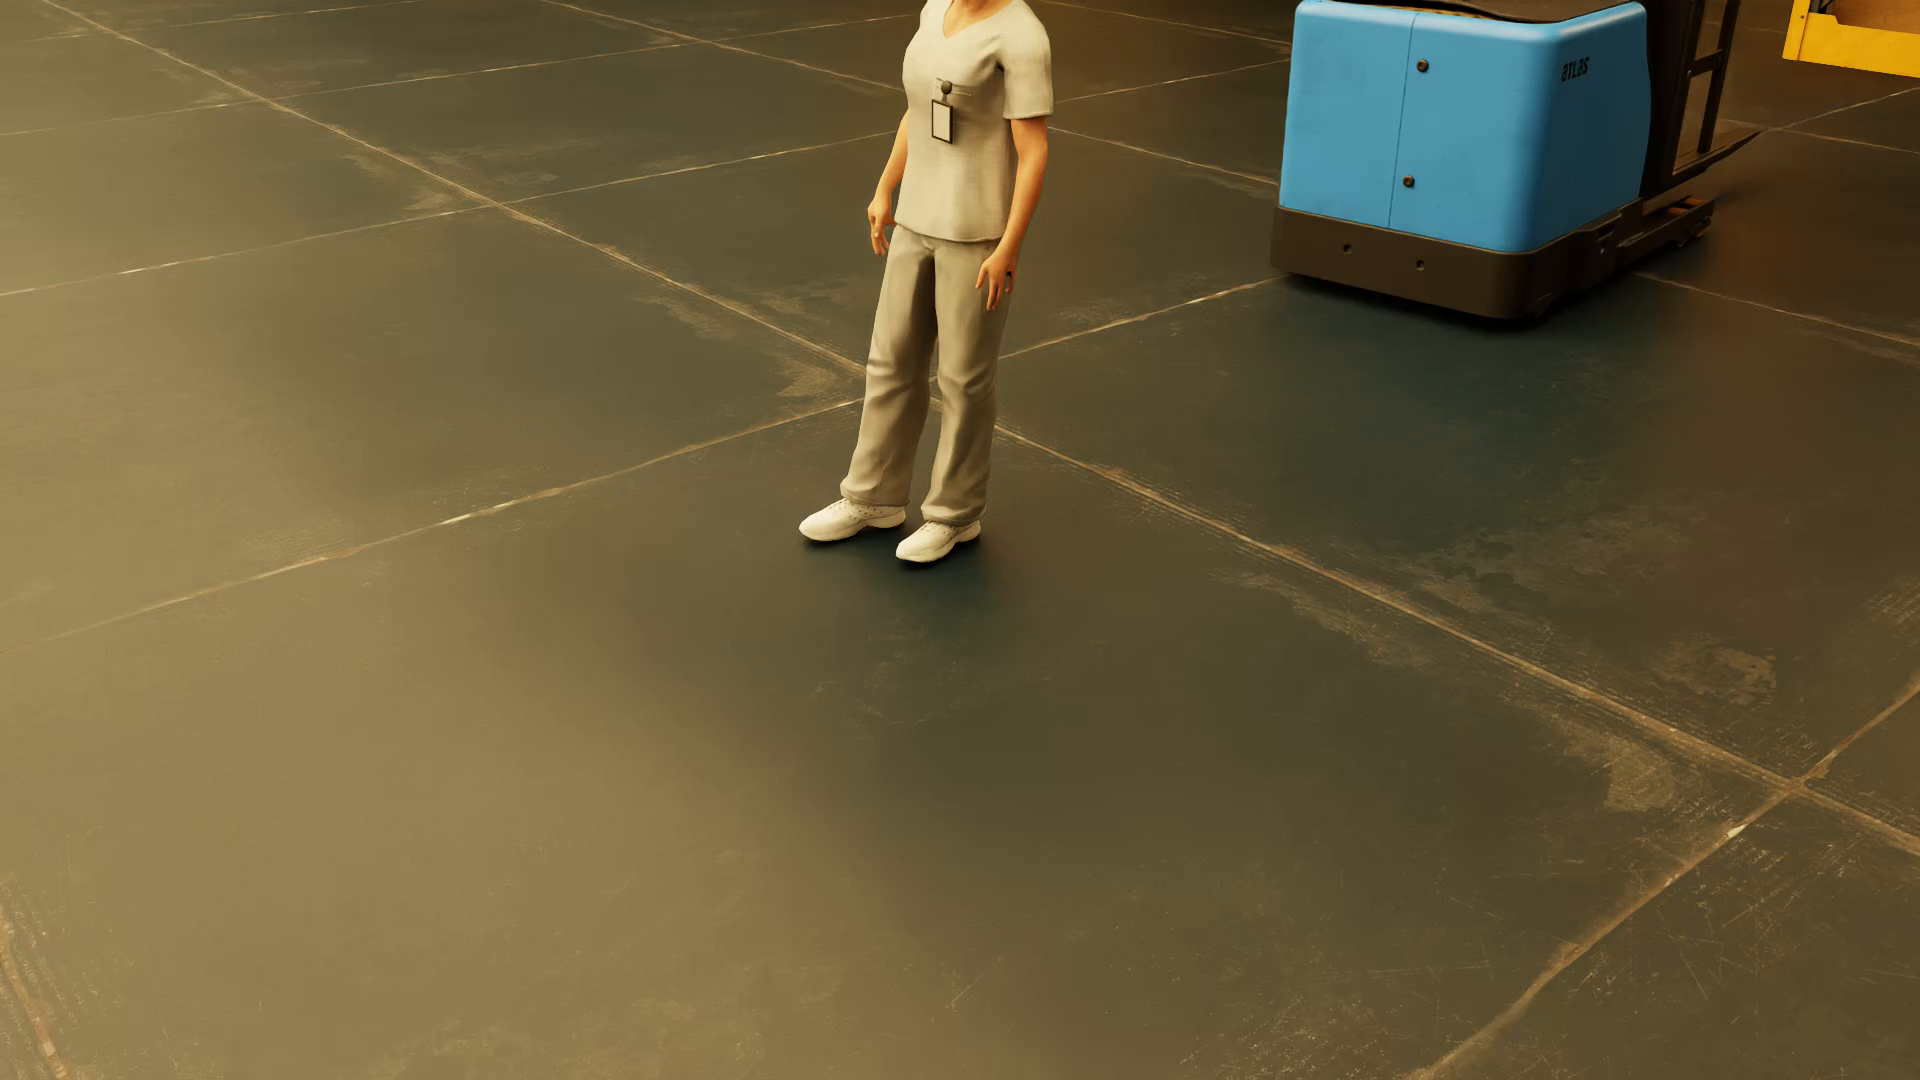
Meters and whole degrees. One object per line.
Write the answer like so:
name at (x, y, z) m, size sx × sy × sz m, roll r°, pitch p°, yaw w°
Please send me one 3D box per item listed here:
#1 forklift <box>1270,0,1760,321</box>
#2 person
forklift at (2.569, -2.673, 6.591) m, size 1.130 × 2.935 × 3.031 m, roll 22°, pitch 34°, yaw 37°
person at (-0.066, -0.741, 4.092) m, size 0.548 × 1.673 × 0.549 m, roll -20°, pitch 33°, yaw -35°
